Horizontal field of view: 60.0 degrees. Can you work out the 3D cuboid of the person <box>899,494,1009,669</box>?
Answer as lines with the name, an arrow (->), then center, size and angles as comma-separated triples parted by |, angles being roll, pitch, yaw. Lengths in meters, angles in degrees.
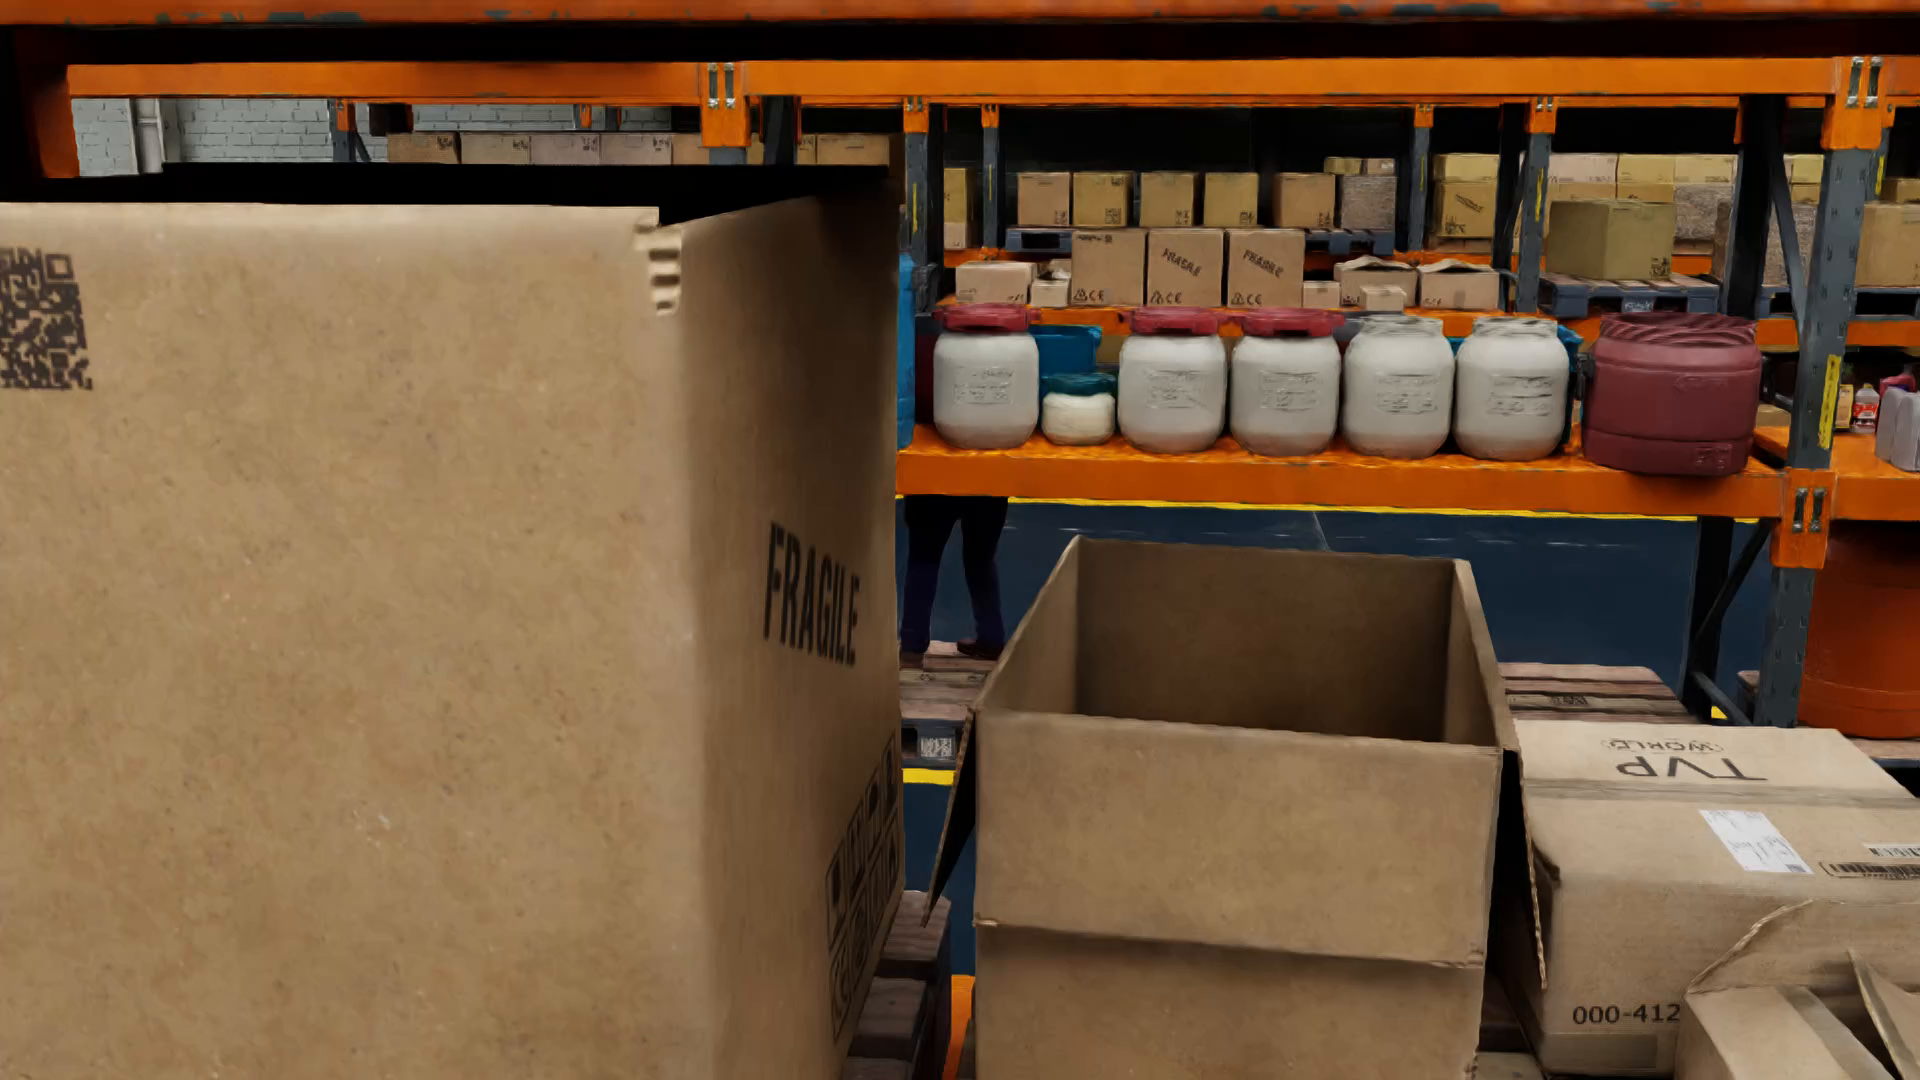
person -> -0.032, -0.224, 7.260 | 0.503, 1.567, 0.434 | -1, 14, -3
